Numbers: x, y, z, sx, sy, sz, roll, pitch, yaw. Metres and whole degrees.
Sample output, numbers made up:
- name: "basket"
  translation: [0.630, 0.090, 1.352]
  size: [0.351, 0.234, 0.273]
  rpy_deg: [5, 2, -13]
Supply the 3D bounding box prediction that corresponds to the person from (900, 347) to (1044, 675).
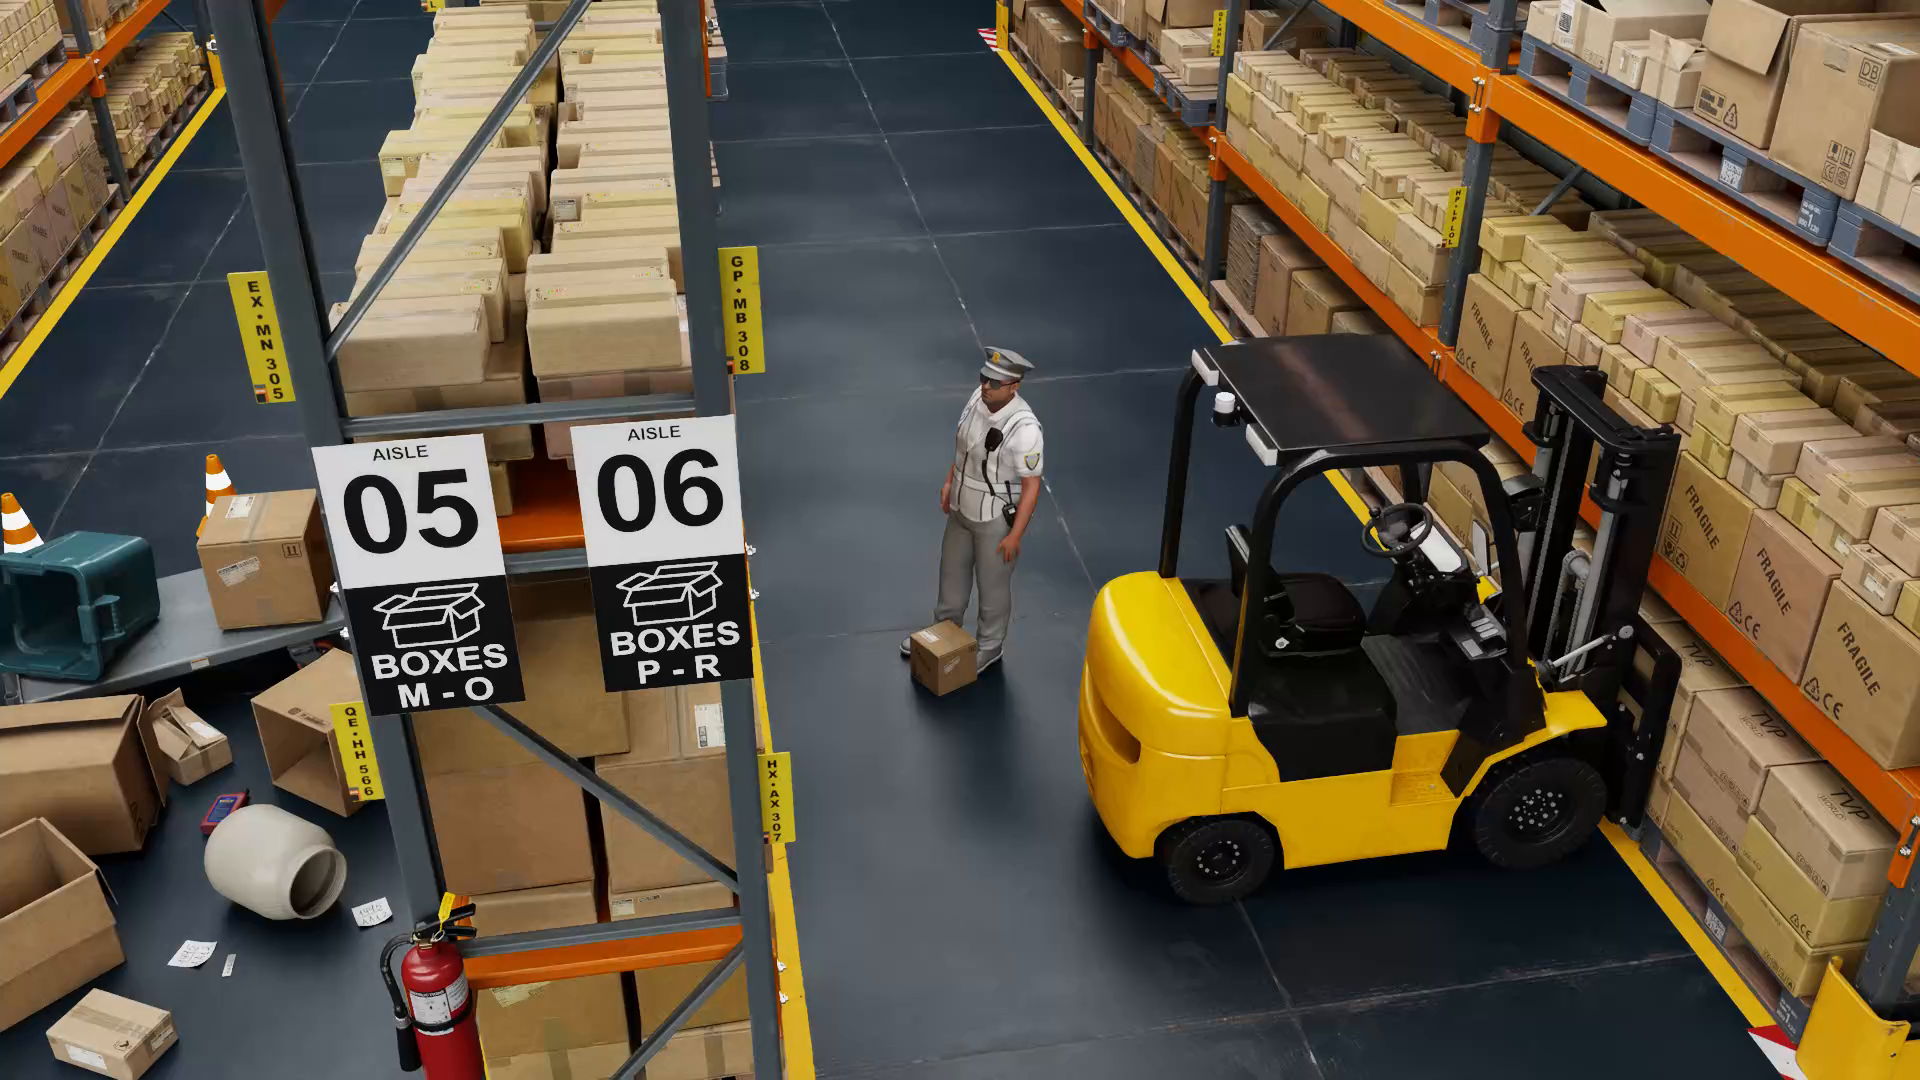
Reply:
- name: "person"
  translation: [0.072, -0.136, 8.315]
  size: [0.575, 1.781, 0.640]
  rpy_deg: [-19, 36, -29]
